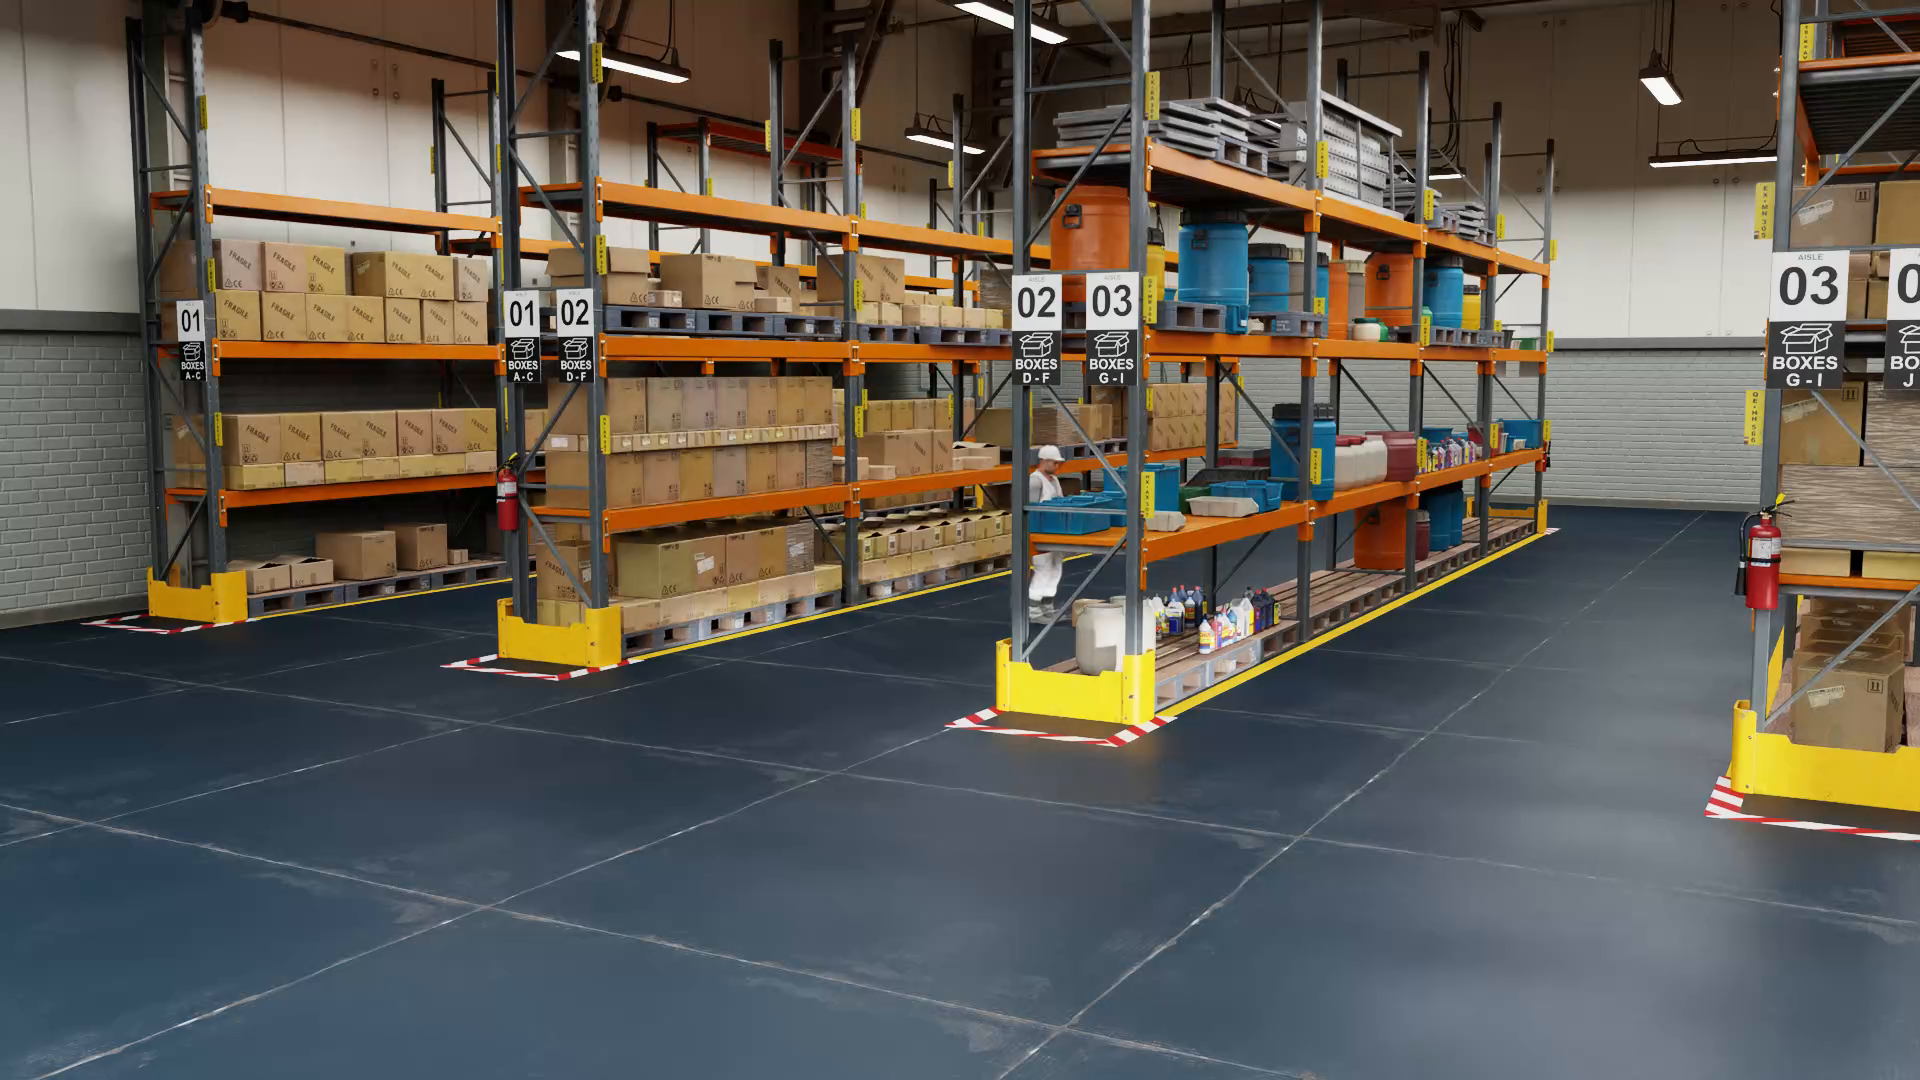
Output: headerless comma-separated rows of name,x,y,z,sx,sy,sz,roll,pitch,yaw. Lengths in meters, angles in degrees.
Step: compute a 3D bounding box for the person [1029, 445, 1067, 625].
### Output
person,0.869,-0.059,16.586,0.358,1.776,0.528,3,7,30
